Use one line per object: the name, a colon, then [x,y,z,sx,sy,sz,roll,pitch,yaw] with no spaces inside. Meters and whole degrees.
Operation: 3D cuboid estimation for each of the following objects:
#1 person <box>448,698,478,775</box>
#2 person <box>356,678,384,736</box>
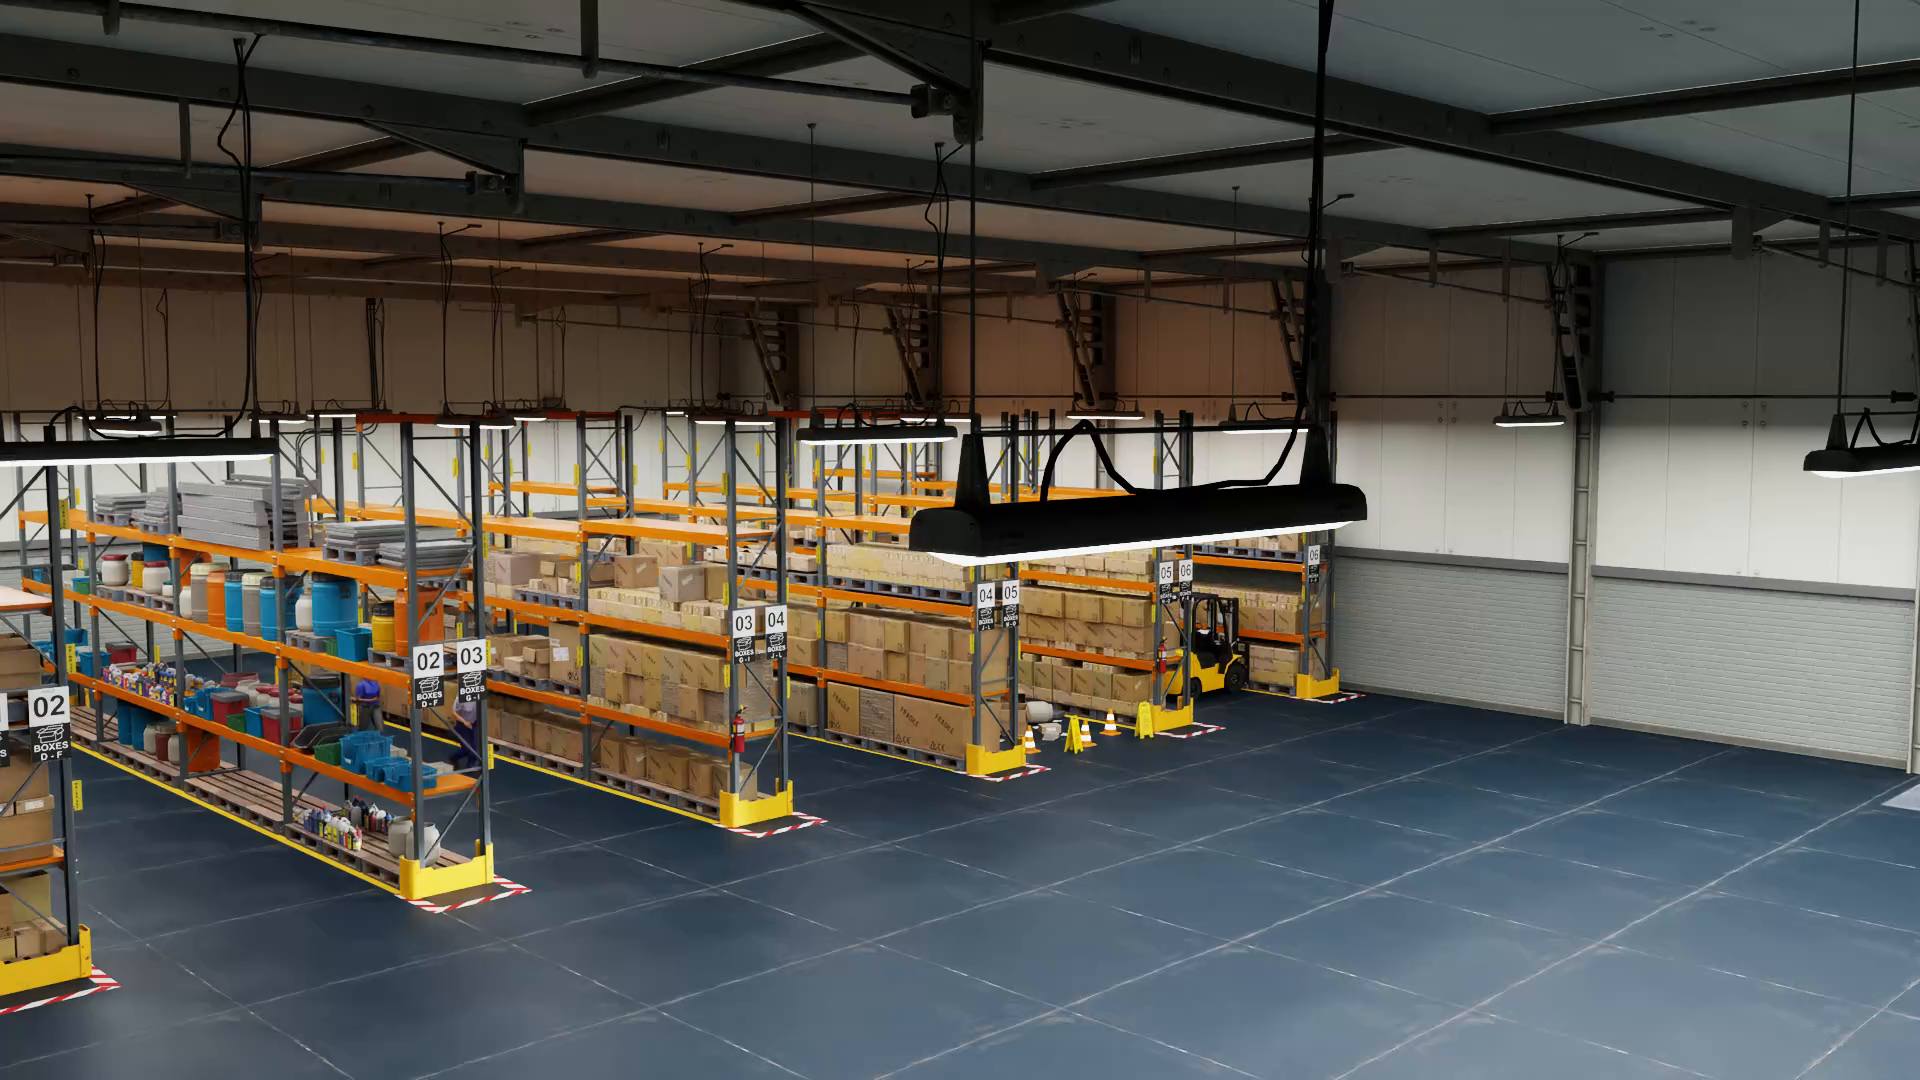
person: [-8.285,3.141,27.857,0.639,1.582,0.606,4,6,35]
person: [-10.209,3.019,28.728,0.521,1.701,0.848,-5,7,-43]
